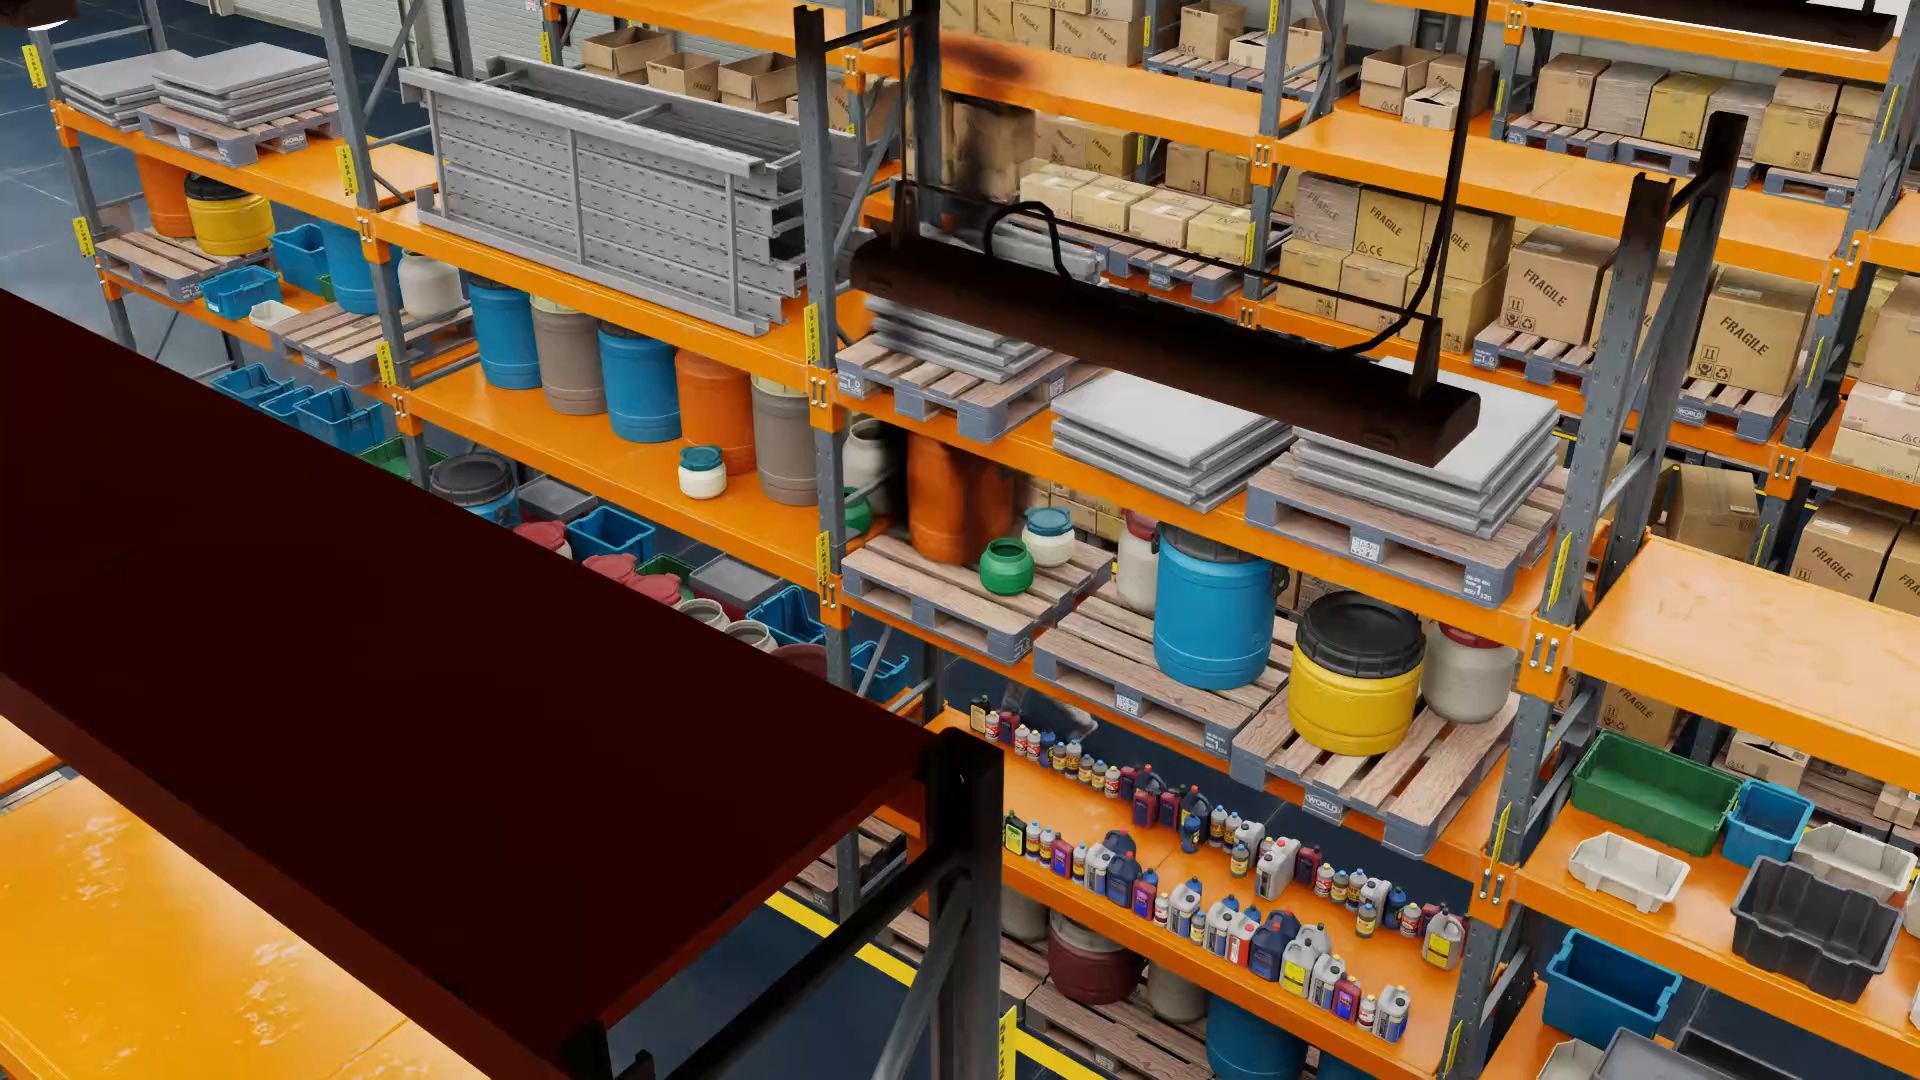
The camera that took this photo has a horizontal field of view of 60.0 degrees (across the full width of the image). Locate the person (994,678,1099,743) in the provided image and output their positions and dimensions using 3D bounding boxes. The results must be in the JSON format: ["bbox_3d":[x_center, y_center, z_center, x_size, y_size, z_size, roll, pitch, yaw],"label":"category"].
[{"bbox_3d":[0.630,0.815,12.476,1.032,1.627,0.641,21,37,30],"label":"person"}]
